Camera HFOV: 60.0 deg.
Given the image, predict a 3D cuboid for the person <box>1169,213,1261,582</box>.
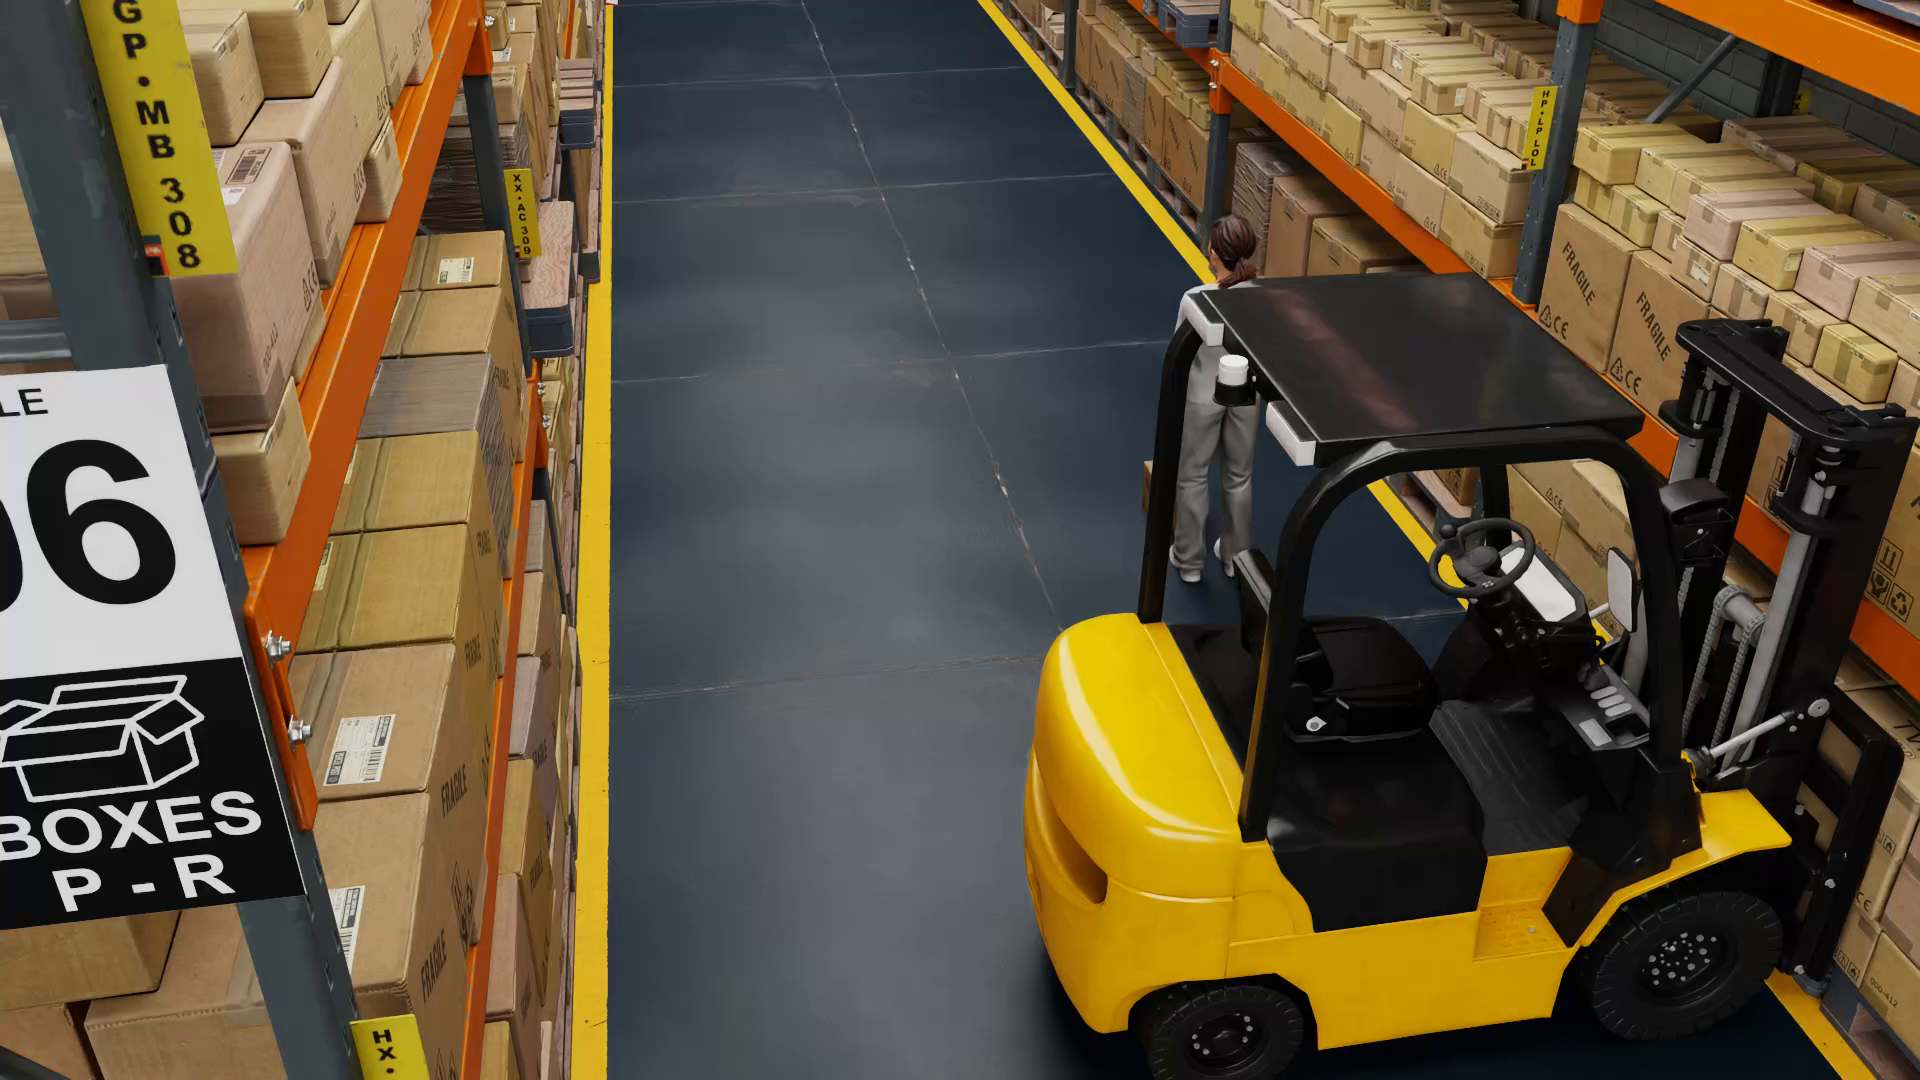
[{"bbox_3d":[1.100,-0.587,7.120,0.436,1.679,0.380,-5,31,-8],"label":"person"}]
